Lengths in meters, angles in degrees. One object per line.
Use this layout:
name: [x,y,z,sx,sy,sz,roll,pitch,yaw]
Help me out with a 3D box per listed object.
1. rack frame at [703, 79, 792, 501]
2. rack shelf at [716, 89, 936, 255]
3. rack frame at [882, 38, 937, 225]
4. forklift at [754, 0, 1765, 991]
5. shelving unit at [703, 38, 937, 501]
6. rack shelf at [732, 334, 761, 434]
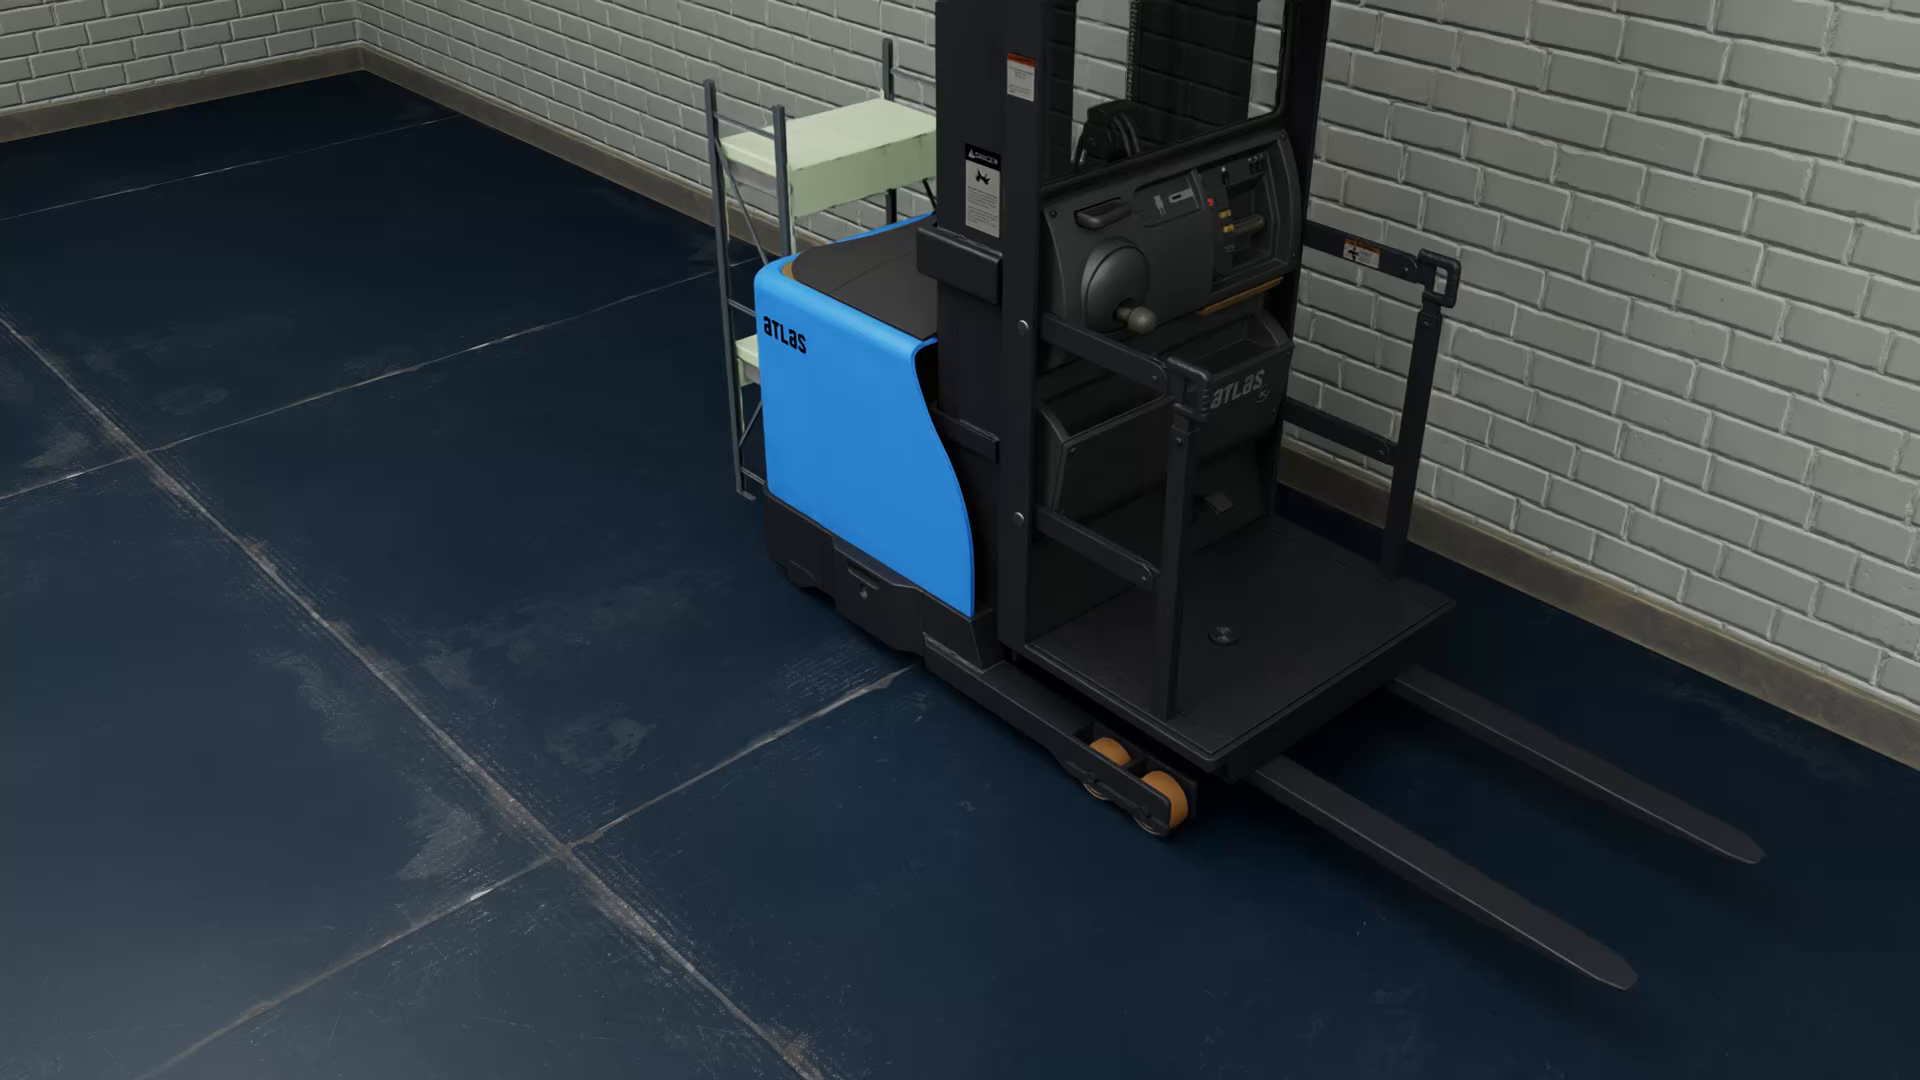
rack frame: [-0.669,-0.740,5.522,0.023,1.500,0.400,-25,39,-35]
rack shelf: [-0.398,-1.201,5.528,0.720,0.370,0.431,-25,39,-35]
rack frame: [-0.125,-0.996,5.940,0.023,1.500,0.400,-25,39,-35]
forklift: [0.713,-0.764,4.189,1.130,2.935,3.031,-25,39,-35]
shelving unit: [-0.397,-0.868,5.731,0.755,1.500,0.431,-25,39,-35]
rack shelf: [-0.397,-0.590,5.901,0.720,0.370,0.431,-25,39,-35]
